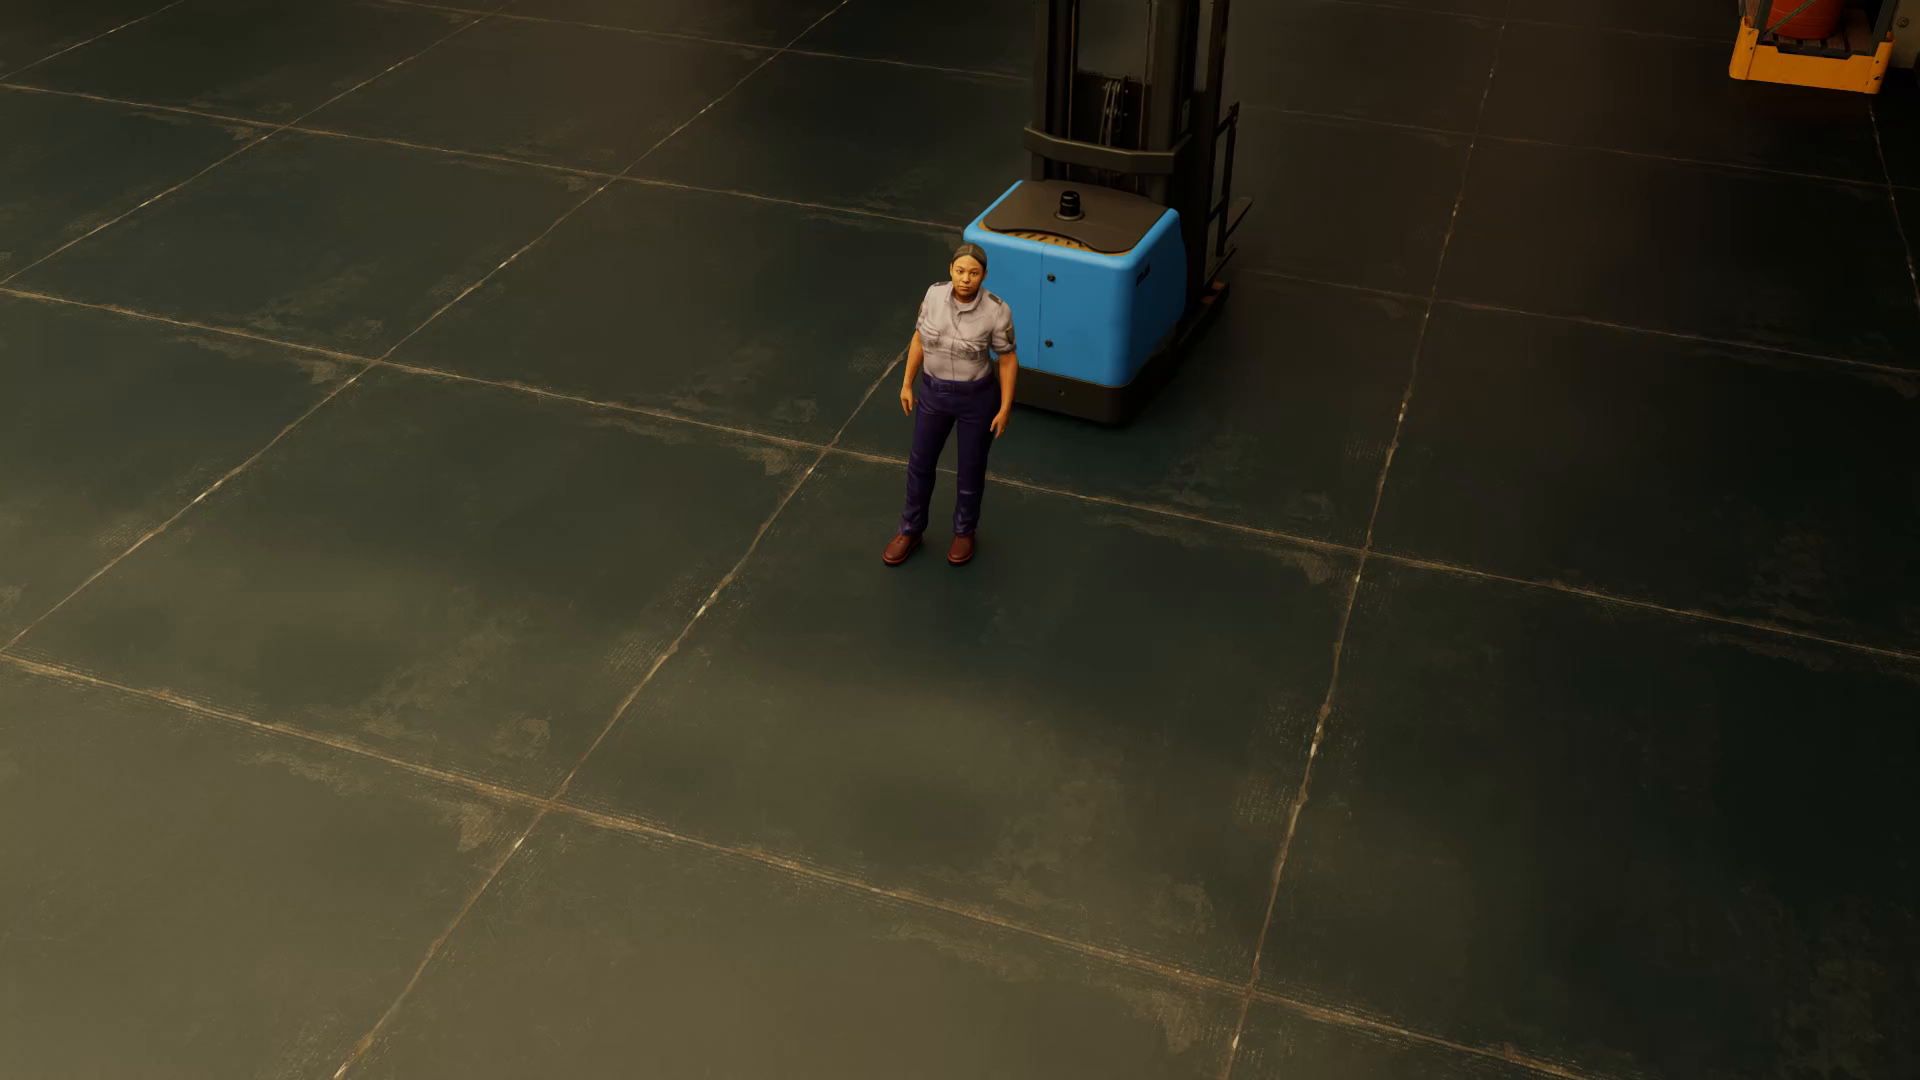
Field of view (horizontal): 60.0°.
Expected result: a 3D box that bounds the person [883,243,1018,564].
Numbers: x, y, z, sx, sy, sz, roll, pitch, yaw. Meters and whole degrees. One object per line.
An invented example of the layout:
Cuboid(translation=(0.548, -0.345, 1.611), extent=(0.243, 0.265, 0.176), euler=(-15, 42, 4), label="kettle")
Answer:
Cuboid(translation=(-0.052, -0.629, 8.104), extent=(0.598, 1.640, 0.502), euler=(12, 37, 16), label="person")

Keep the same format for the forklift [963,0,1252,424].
Cuboid(translation=(1.091, -2.696, 9.913), extent=(1.130, 2.935, 3.031), euler=(15, 38, 20), label="forklift")
